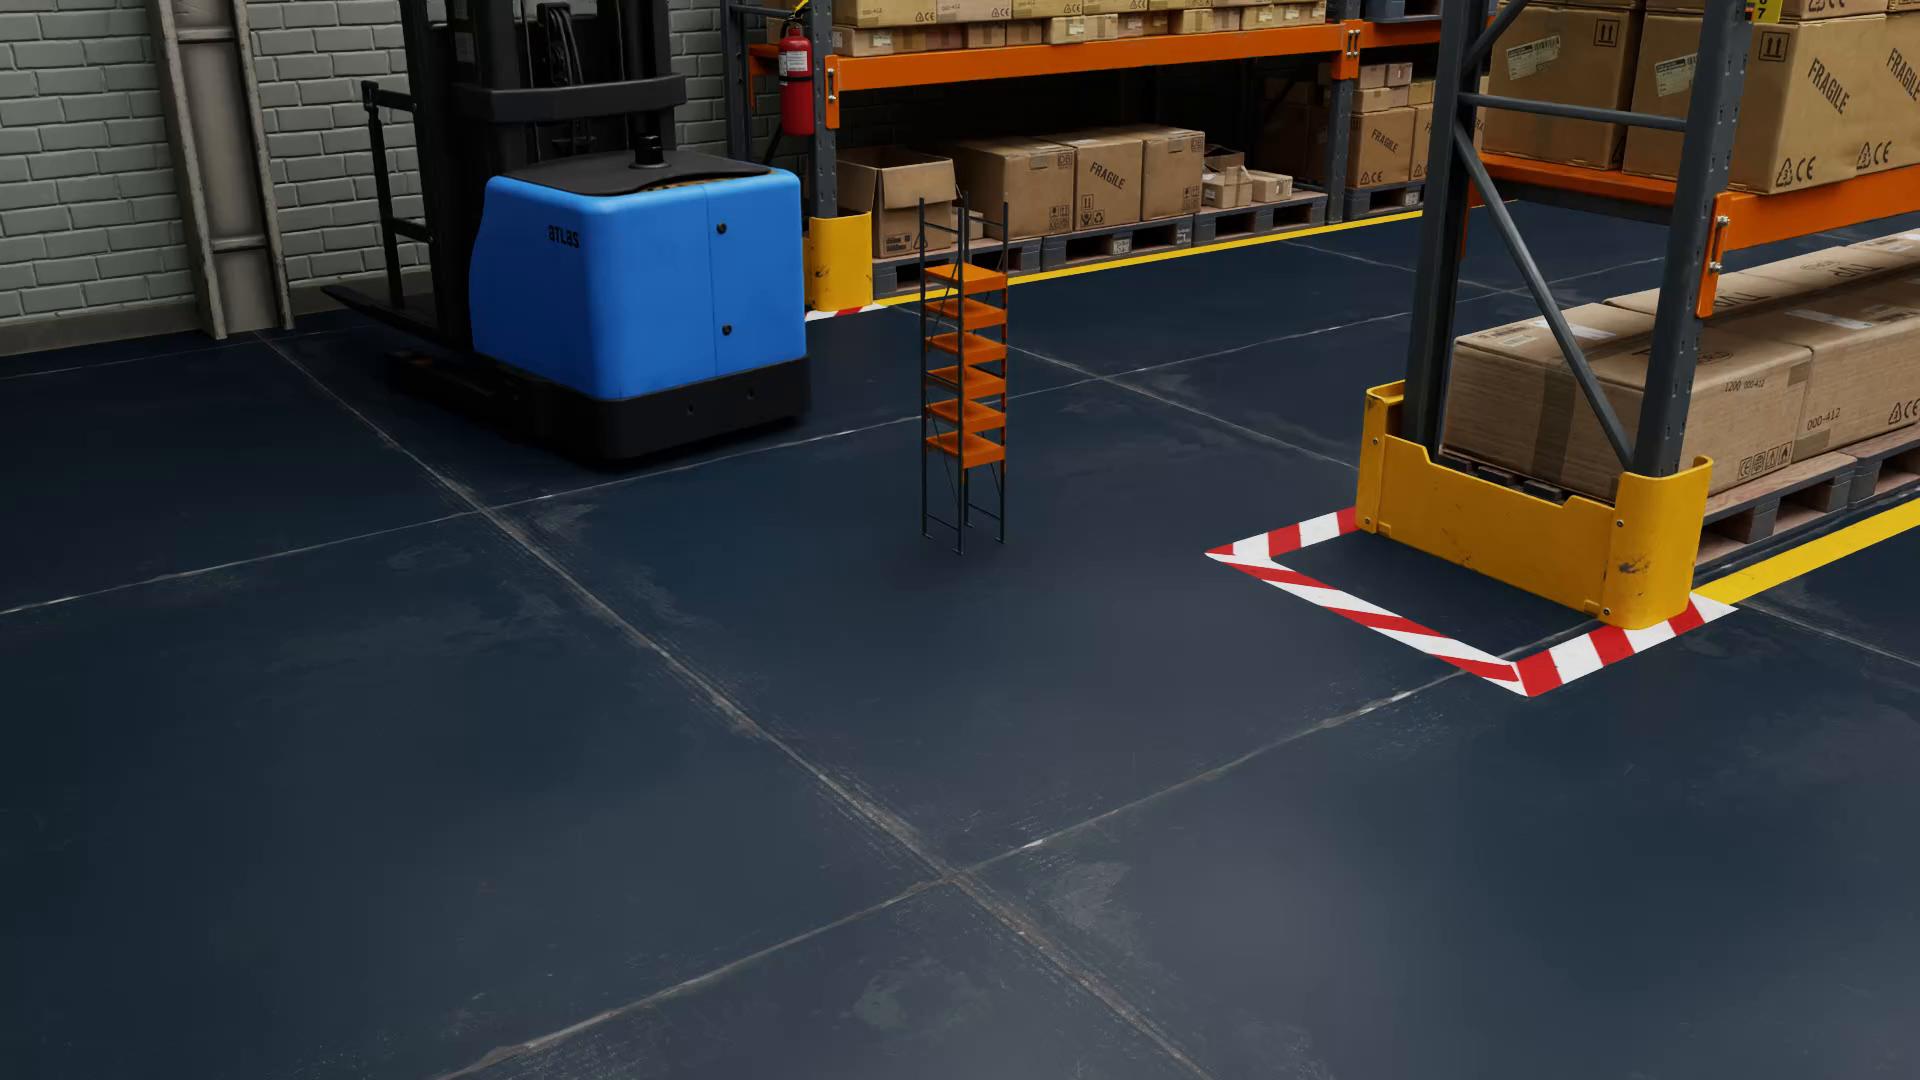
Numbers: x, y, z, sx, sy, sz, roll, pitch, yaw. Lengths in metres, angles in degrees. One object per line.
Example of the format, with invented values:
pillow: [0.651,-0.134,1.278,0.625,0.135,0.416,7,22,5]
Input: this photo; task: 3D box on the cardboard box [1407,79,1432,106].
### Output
cardboard box: [3.079,-3.153,11.682,0.250,0.149,0.380,-17,27,-36]

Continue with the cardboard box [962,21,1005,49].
cardboard box: [0.045,-2.857,9.347,0.250,0.149,0.380,-14,26,-31]

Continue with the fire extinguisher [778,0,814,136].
fire extinguisher: [-0.845,-2.432,8.552,0.183,0.674,0.296,-15,26,-33]

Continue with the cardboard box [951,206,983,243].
cardboard box: [-0.077,-1.867,9.808,0.250,0.149,0.380,-16,27,-35]

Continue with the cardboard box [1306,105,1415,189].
cardboard box: [2.775,-2.749,11.544,0.500,0.500,0.500,-14,25,-31]

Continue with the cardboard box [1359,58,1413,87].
cardboard box: [2.880,-3.220,11.447,0.250,0.149,0.380,-16,27,-35]

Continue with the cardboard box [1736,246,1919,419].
cardboard box: [3.854,-0.893,6.977,0.875,0.438,0.875,-16,27,-34]

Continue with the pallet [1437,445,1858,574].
pallet: [2.509,-0.221,6.166,1.213,0.211,1.003,-15,26,-33]

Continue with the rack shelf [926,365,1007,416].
rack shelf: [0.012,-0.519,5.698,0.180,0.103,0.258,-15,26,-33]

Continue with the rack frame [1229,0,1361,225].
rack frame: [2.251,-3.678,11.066,0.127,3.000,1.000,-15,26,-33]

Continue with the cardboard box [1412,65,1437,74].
cardboard box: [3.407,-3.473,12.483,0.250,0.149,0.380,-14,26,-32]

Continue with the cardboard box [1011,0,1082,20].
cardboard box: [0.348,-3.118,9.463,0.500,0.250,0.500,-16,26,-34]

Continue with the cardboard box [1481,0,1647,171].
cardboard box: [2.143,-1.550,5.599,0.500,0.500,0.500,-15,26,-33]

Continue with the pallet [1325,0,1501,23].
pallet: [2.963,-3.729,11.453,1.213,0.211,1.003,-15,26,-33]

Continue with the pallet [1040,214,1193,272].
pallet: [0.702,-1.969,10.546,1.213,0.211,1.003,-15,26,-33]

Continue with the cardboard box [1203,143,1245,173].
cardboard box: [1.577,-2.552,11.306,0.500,0.311,0.500,-14,26,-31]

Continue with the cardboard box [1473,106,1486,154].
cardboard box: [3.609,-2.974,12.108,0.500,0.500,0.500,-16,27,-34]

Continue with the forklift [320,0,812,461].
forklift: [-2.011,-2.133,7.287,1.130,2.935,3.031,-19,29,-40]

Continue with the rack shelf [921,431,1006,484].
rack shelf: [0.012,-0.296,5.787,0.180,0.103,0.258,-15,26,-33]

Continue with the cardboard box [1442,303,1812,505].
cardboard box: [2.383,-0.498,5.987,0.875,0.438,0.875,-16,27,-35]

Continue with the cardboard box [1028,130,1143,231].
cardboard box: [0.760,-2.208,10.188,0.500,0.500,0.500,-14,26,-32]

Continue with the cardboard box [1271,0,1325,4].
cardboard box: [1.980,-3.563,10.579,0.500,0.250,0.500,-14,26,-32]

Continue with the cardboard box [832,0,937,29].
cardboard box: [-0.470,-2.898,8.912,0.500,0.250,0.500,-15,26,-33]

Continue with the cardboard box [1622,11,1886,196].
cardboard box: [2.463,-1.384,5.182,0.500,0.500,0.500,-15,26,-33]

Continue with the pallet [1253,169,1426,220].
pallet: [2.889,-2.570,12.053,1.213,0.211,1.003,-15,26,-33]

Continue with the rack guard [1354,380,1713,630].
rack guard: [1.886,-0.153,5.606,0.348,0.500,1.175,-15,26,-33]

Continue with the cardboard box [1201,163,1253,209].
cardboard box: [1.680,-2.317,10.778,0.258,0.266,0.396,-14,26,-31]

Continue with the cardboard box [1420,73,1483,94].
cardboard box: [3.518,-3.259,11.948,0.250,0.149,0.380,-15,26,-33]

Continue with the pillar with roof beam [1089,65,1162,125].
pillar with roof beam: [3.674,-5.290,7.010,0.400,9.000,9.100,-15,26,-33]

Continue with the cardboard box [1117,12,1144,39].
cardboard box: [0.877,-3.088,9.926,0.250,0.149,0.380,-15,26,-33]

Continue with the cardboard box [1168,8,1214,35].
cardboard box: [1.324,-3.177,10.151,0.250,0.149,0.380,-15,26,-34]

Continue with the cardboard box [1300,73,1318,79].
cardboard box: [2.592,-3.238,11.895,0.250,0.149,0.380,-15,26,-33]

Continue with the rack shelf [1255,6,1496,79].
rack shelf: [3.874,-3.777,12.284,4.000,0.370,1.077,-15,26,-33]

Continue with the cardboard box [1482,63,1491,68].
cardboard box: [3.874,-3.564,12.711,0.250,0.149,0.380,-15,26,-33]

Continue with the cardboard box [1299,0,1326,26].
cardboard box: [2.140,-3.416,10.749,0.250,0.149,0.380,-15,26,-32]

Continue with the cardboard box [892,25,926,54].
cardboard box: [-0.389,-2.753,9.087,0.250,0.149,0.380,-14,26,-32]

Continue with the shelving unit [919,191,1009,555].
shelving unit: [0.012,-0.560,5.682,0.189,1.200,0.258,-15,26,-33]

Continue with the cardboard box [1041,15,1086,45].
cardboard box: [0.506,-2.948,9.576,0.250,0.149,0.380,-16,27,-34]

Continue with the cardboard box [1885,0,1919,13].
cardboard box: [2.877,-1.963,5.283,0.500,0.500,0.500,-16,27,-34]

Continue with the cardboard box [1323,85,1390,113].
cardboard box: [2.698,-3.011,11.325,0.250,0.149,0.380,-14,25,-30]

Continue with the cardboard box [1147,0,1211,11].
cardboard box: [1.170,-3.346,10.035,0.500,0.250,0.500,-15,26,-33]

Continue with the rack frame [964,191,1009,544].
rack frame: [0.086,-0.580,5.731,0.006,1.200,0.240,-15,26,-33]

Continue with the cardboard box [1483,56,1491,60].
cardboard box: [4.231,-3.702,13.057,0.250,0.149,0.380,-16,27,-35]

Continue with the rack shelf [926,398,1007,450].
rack shelf: [0.012,-0.408,5.743,0.180,0.103,0.258,-15,26,-33]

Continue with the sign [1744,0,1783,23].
sign: [2.225,-1.590,4.559,0.005,0.325,0.100,-15,26,-33]

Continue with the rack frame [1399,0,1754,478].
rack frame: [1.906,-1.320,5.156,0.127,3.000,1.000,-15,26,-33]

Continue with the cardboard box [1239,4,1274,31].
cardboard box: [1.744,-3.290,10.433,0.250,0.149,0.380,-14,26,-31]

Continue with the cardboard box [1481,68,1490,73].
cardboard box: [3.923,-3.380,12.249,0.250,0.149,0.380,-15,26,-33]
